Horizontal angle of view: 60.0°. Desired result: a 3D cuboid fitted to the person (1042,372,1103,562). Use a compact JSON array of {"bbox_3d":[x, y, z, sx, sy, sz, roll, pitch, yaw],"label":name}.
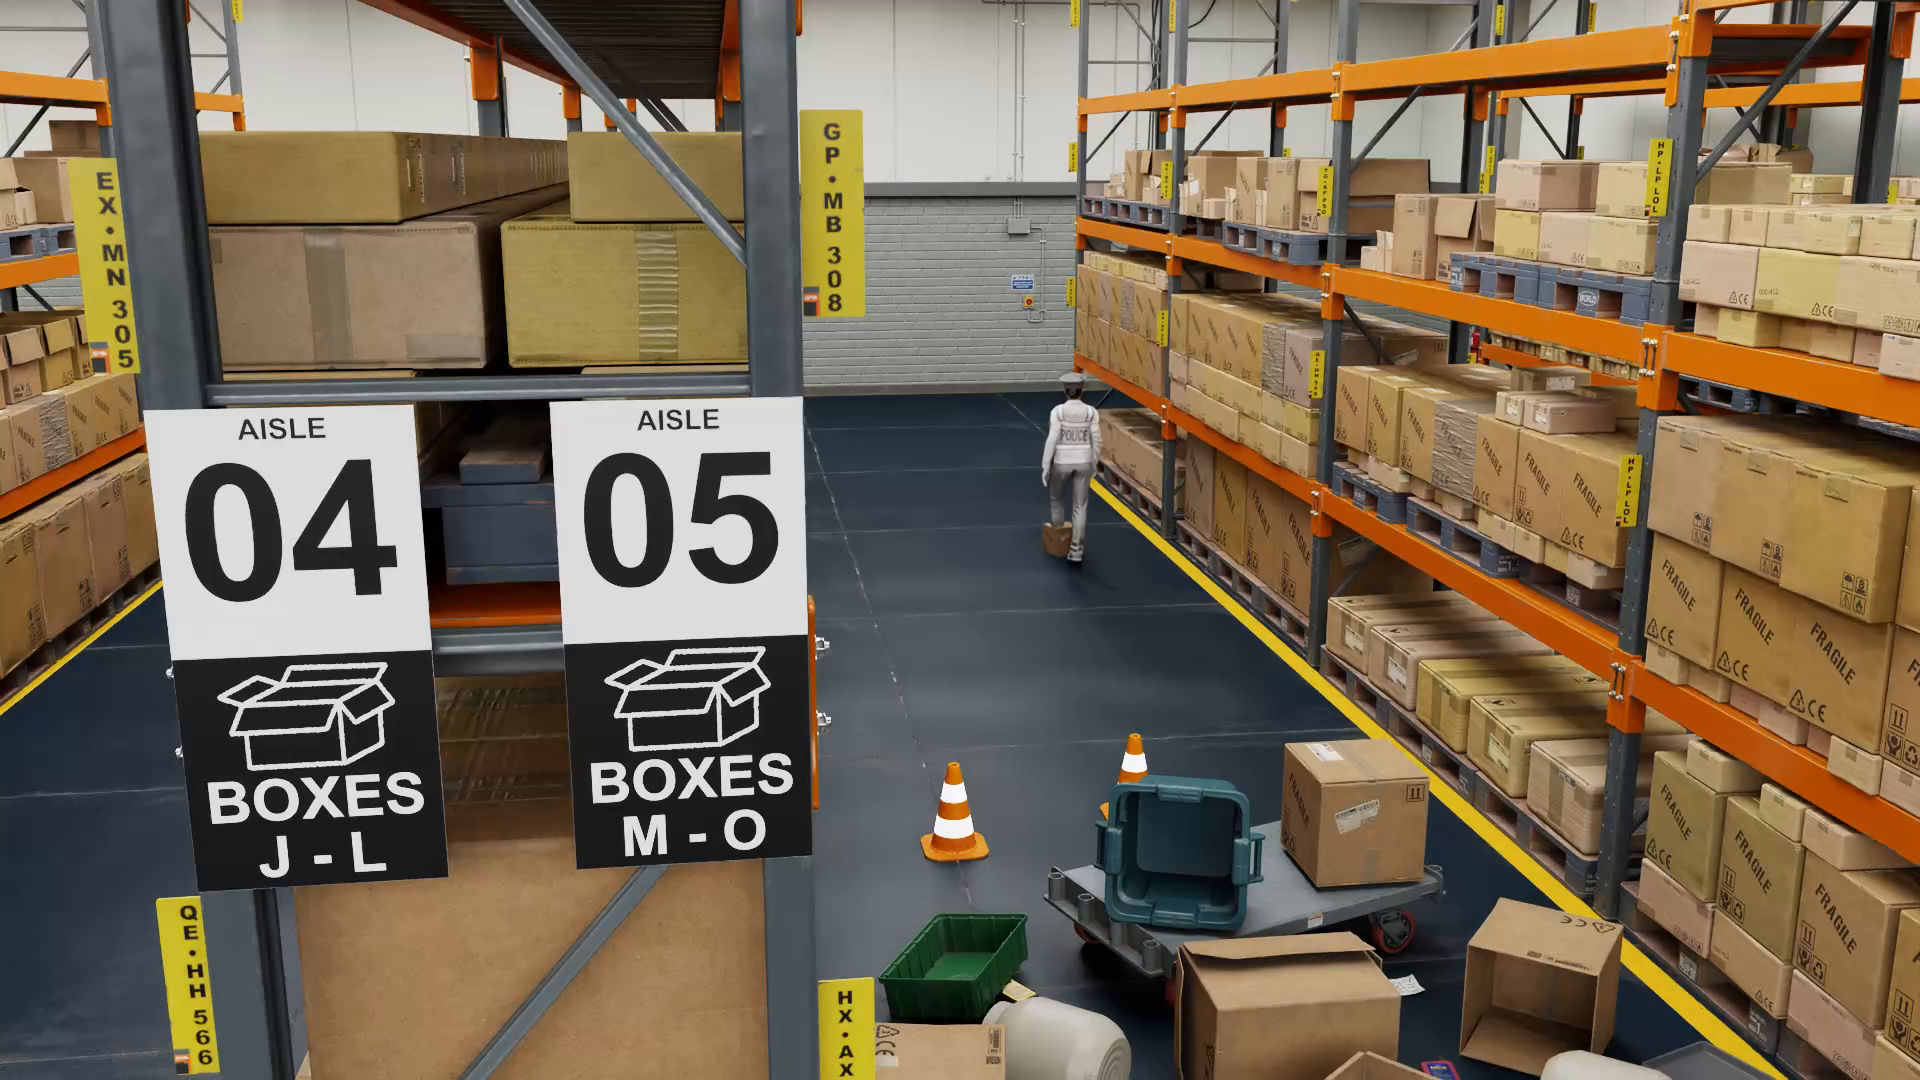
[{"bbox_3d":[0.987,-0.664,14.781,0.549,1.640,0.880,0,13,-2],"label":"person"}]
